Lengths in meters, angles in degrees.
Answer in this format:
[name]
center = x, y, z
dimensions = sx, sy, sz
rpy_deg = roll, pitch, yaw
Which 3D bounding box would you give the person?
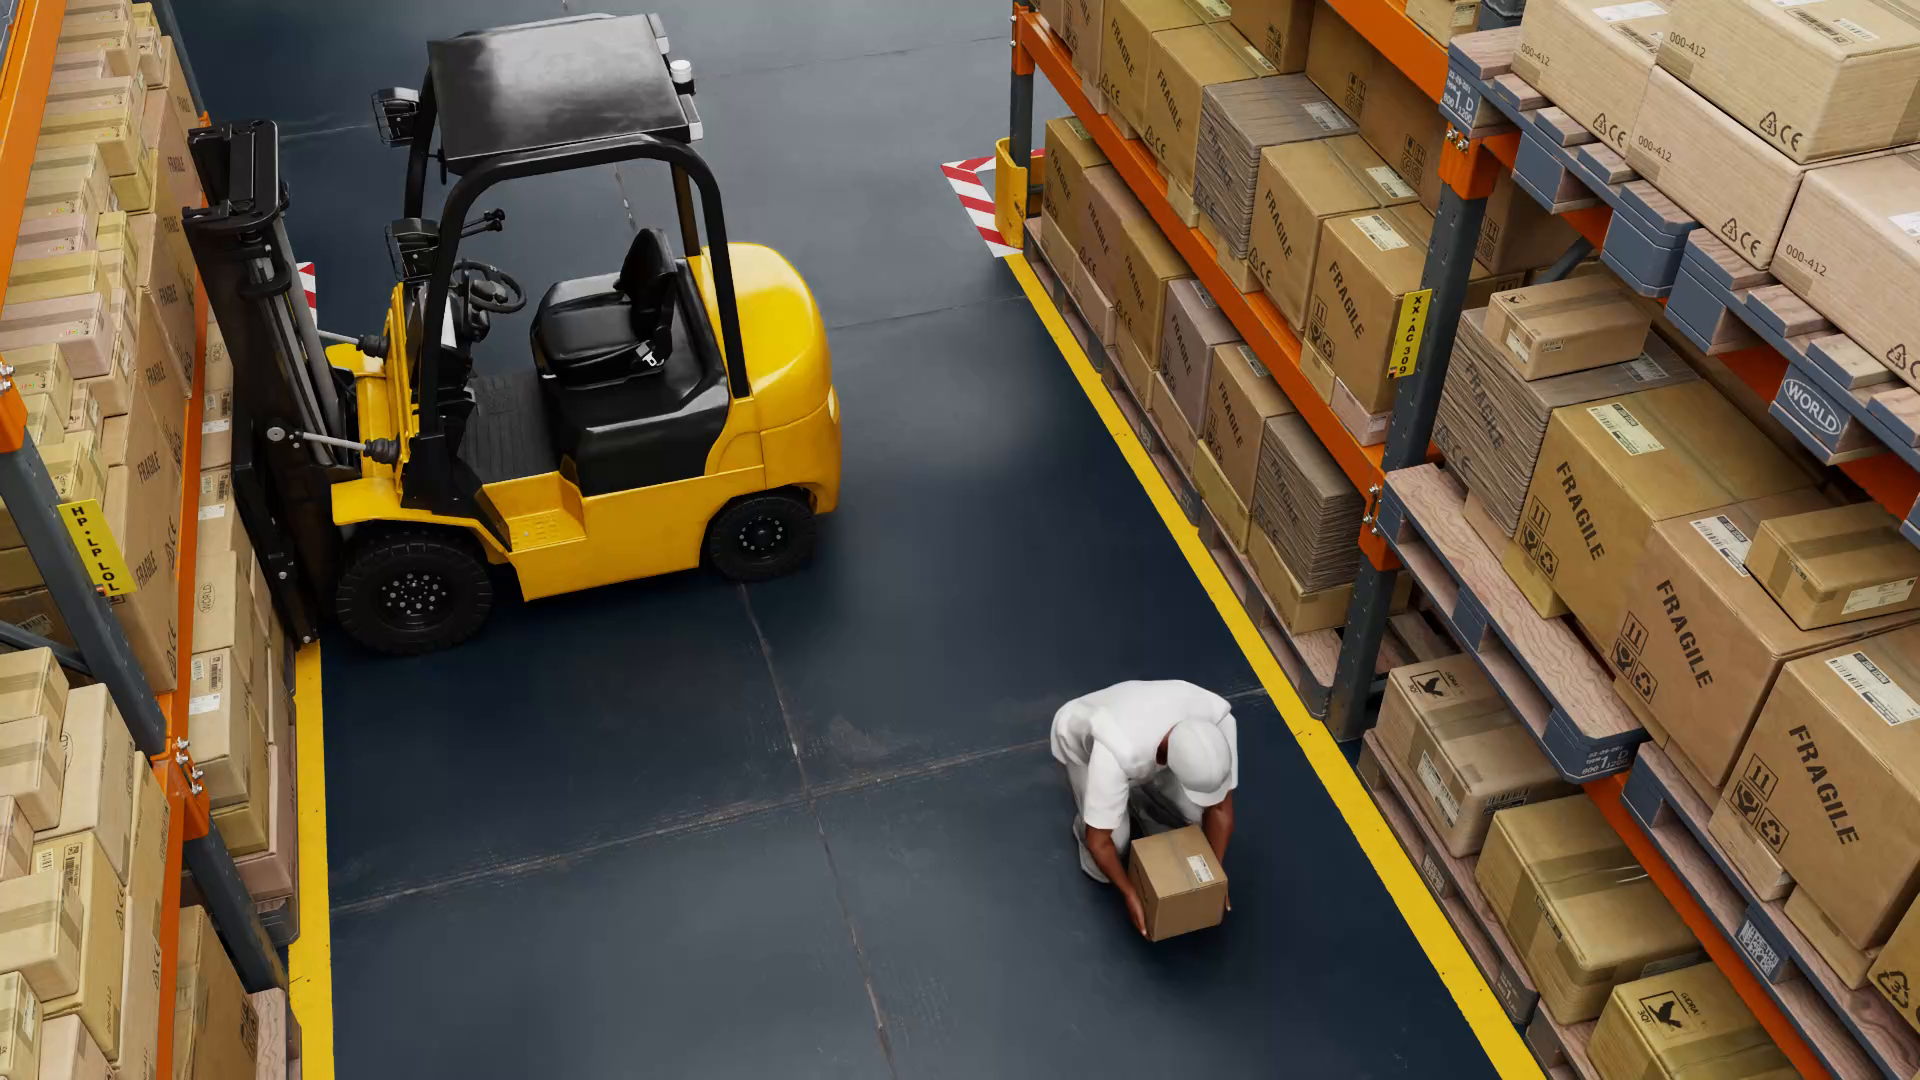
[person]
center = 0.658, 0.825, 5.806
dimensions = 0.590, 0.998, 0.882
rpy_deg = -12, 43, -13
